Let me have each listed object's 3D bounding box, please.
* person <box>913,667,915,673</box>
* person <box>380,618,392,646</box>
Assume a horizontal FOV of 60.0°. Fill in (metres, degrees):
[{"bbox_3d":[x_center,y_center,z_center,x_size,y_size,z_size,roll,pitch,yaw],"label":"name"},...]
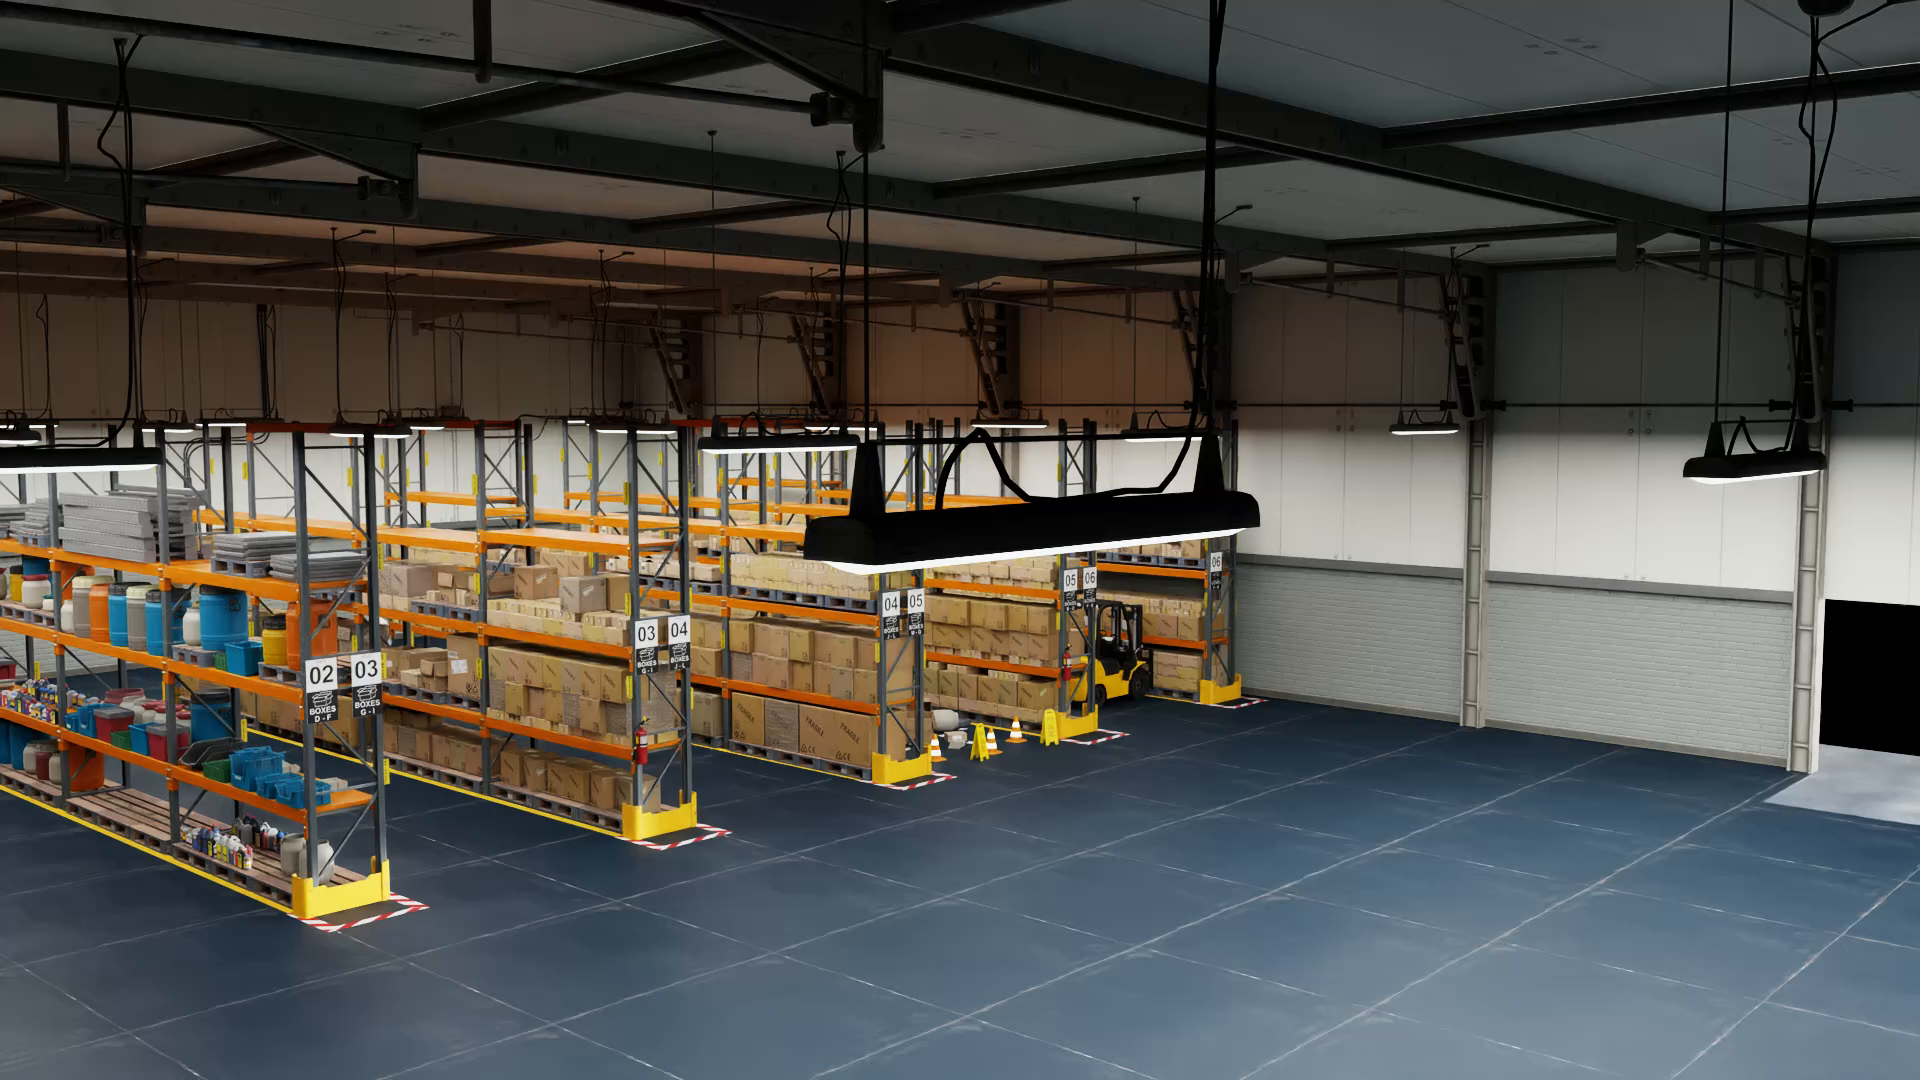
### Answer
[{"bbox_3d":[-1.065,2.242,39.075,0.521,1.777,0.627,3,6,36],"label":"person"},{"bbox_3d":[-12.402,2.536,35.730,1.069,1.712,0.528,5,7,45],"label":"person"}]
